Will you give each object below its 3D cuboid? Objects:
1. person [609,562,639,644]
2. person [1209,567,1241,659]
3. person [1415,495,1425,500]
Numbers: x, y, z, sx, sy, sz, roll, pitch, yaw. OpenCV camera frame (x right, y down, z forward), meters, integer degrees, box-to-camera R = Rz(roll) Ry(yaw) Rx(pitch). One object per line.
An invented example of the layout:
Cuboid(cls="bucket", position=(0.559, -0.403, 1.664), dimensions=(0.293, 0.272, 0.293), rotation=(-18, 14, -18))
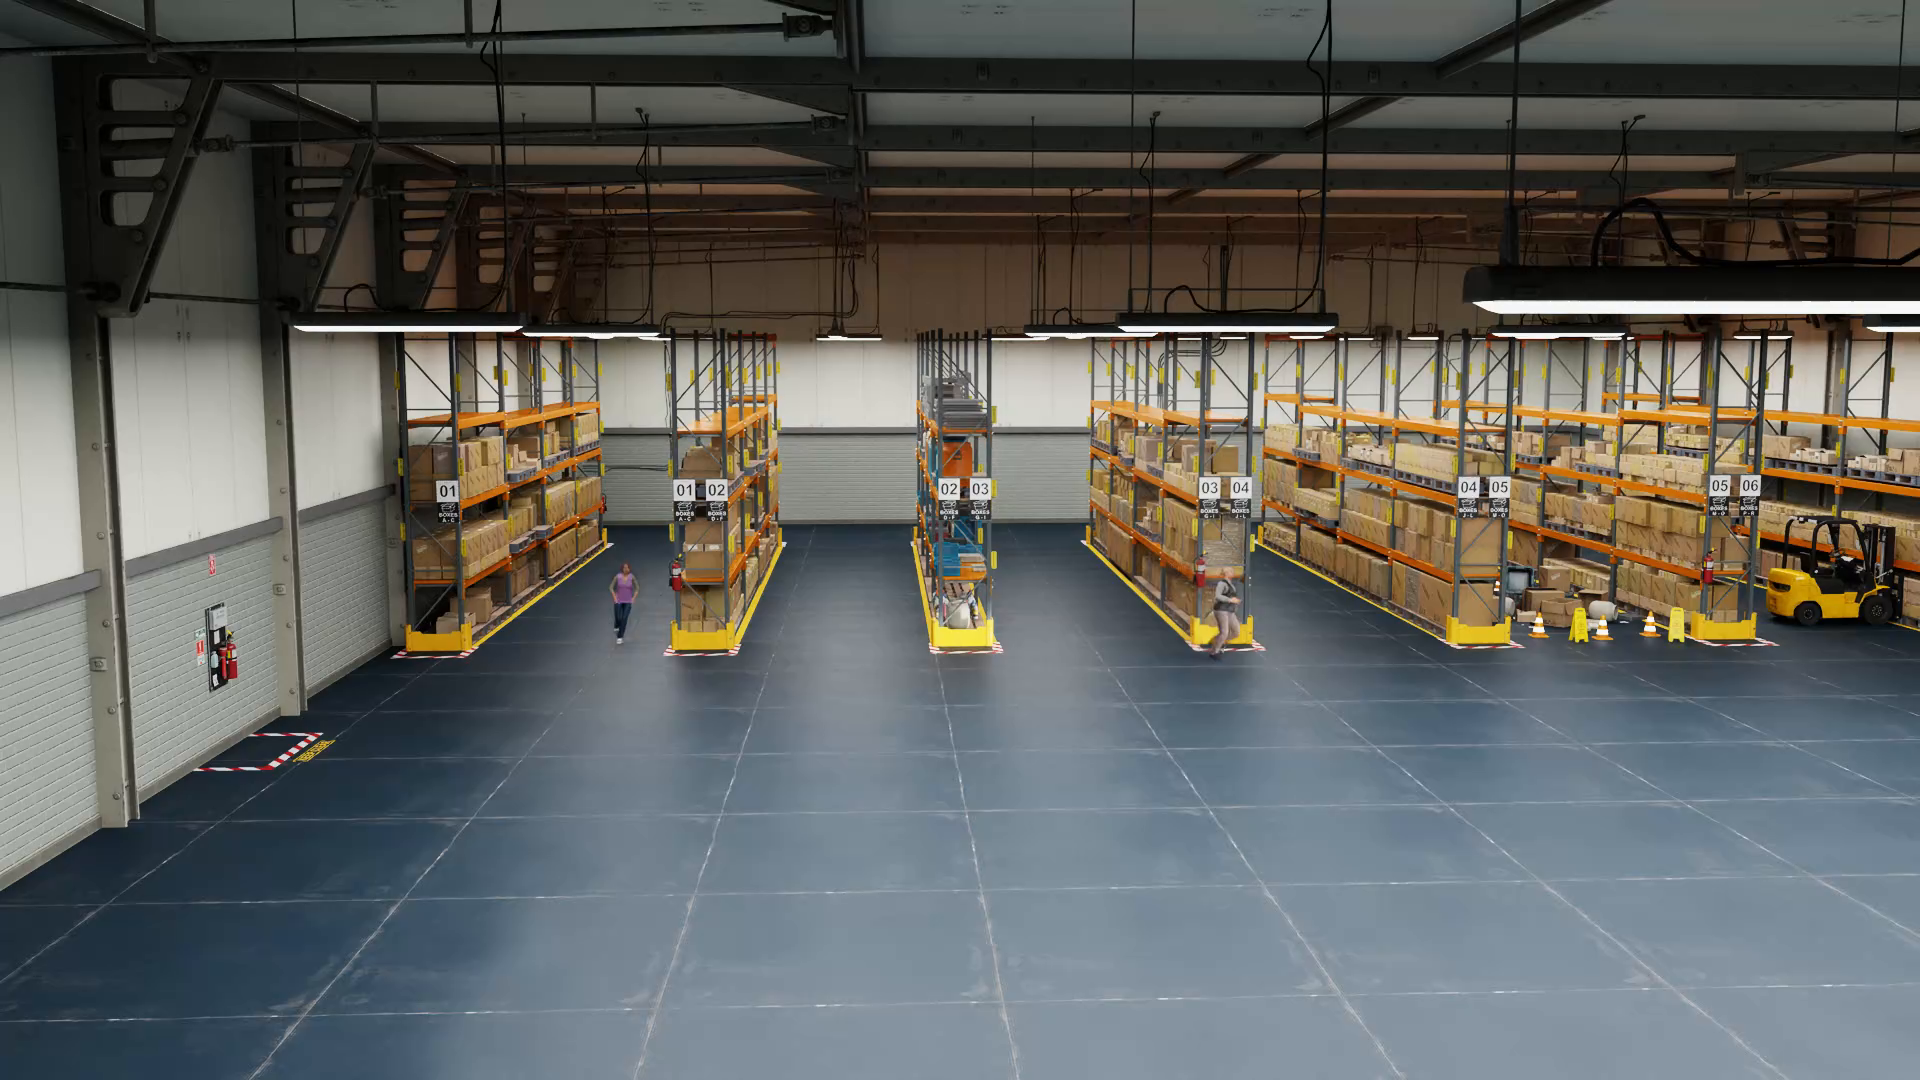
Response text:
Cuboid(cls="person", position=(-6.447, 1.192, 31.976), dimensions=(0.567, 1.551, 0.573), rotation=(-2, 7, -14))
Cuboid(cls="person", position=(4.906, 1.288, 30.318), dimensions=(0.600, 1.606, 0.673), rotation=(5, 8, 36))
Cuboid(cls="person", position=(13.690, -0.895, 49.497), dimensions=(0.534, 1.594, 0.619), rotation=(2, 7, 16))
